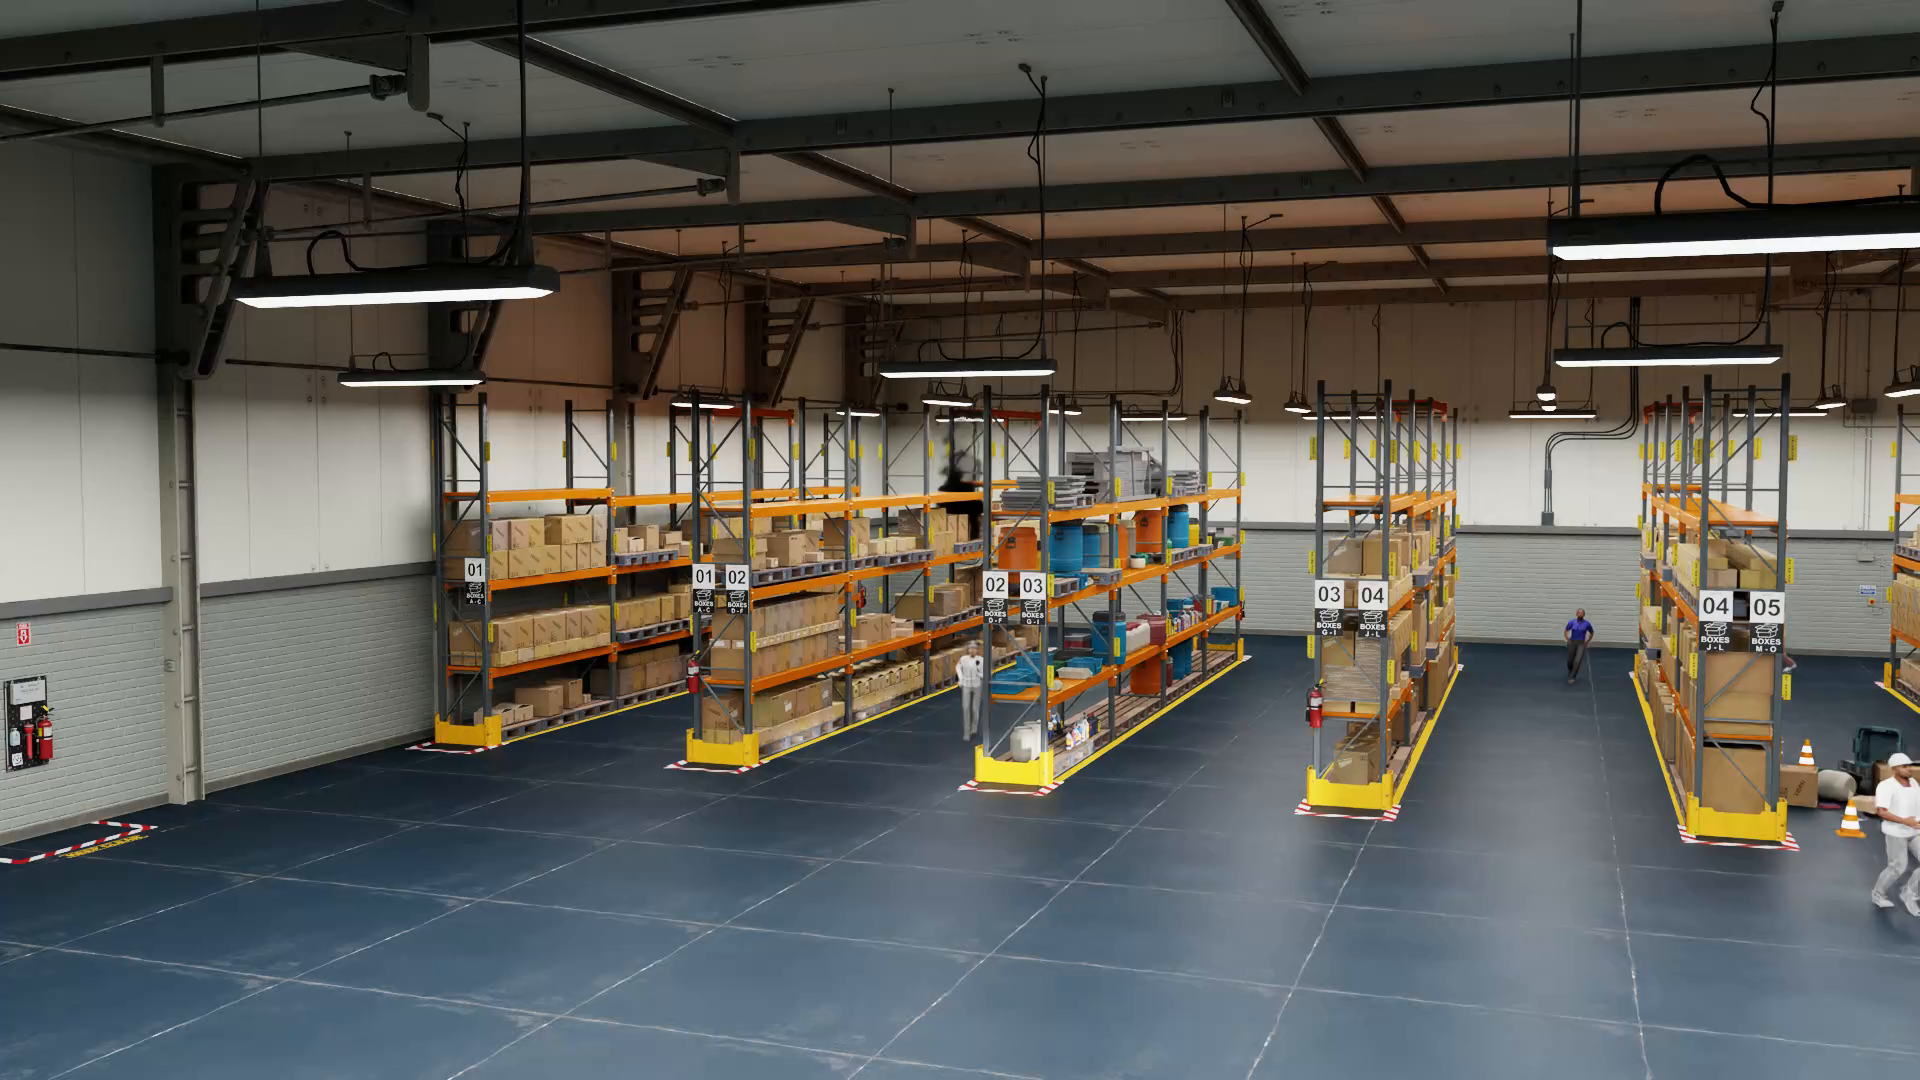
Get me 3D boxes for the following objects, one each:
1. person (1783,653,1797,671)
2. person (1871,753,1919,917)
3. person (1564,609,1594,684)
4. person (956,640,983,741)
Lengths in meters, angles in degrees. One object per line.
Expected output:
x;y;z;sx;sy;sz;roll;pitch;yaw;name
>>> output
18.157;2.218;37.112;0.981;1.718;0.530;1;3;14;person
10.217;3.183;17.978;0.709;1.766;0.700;-1;3;-17;person
13.445;2.302;36.123;0.615;1.595;0.682;1;3;23;person
0.219;2.615;29.056;0.595;1.755;0.753;0;3;3;person
